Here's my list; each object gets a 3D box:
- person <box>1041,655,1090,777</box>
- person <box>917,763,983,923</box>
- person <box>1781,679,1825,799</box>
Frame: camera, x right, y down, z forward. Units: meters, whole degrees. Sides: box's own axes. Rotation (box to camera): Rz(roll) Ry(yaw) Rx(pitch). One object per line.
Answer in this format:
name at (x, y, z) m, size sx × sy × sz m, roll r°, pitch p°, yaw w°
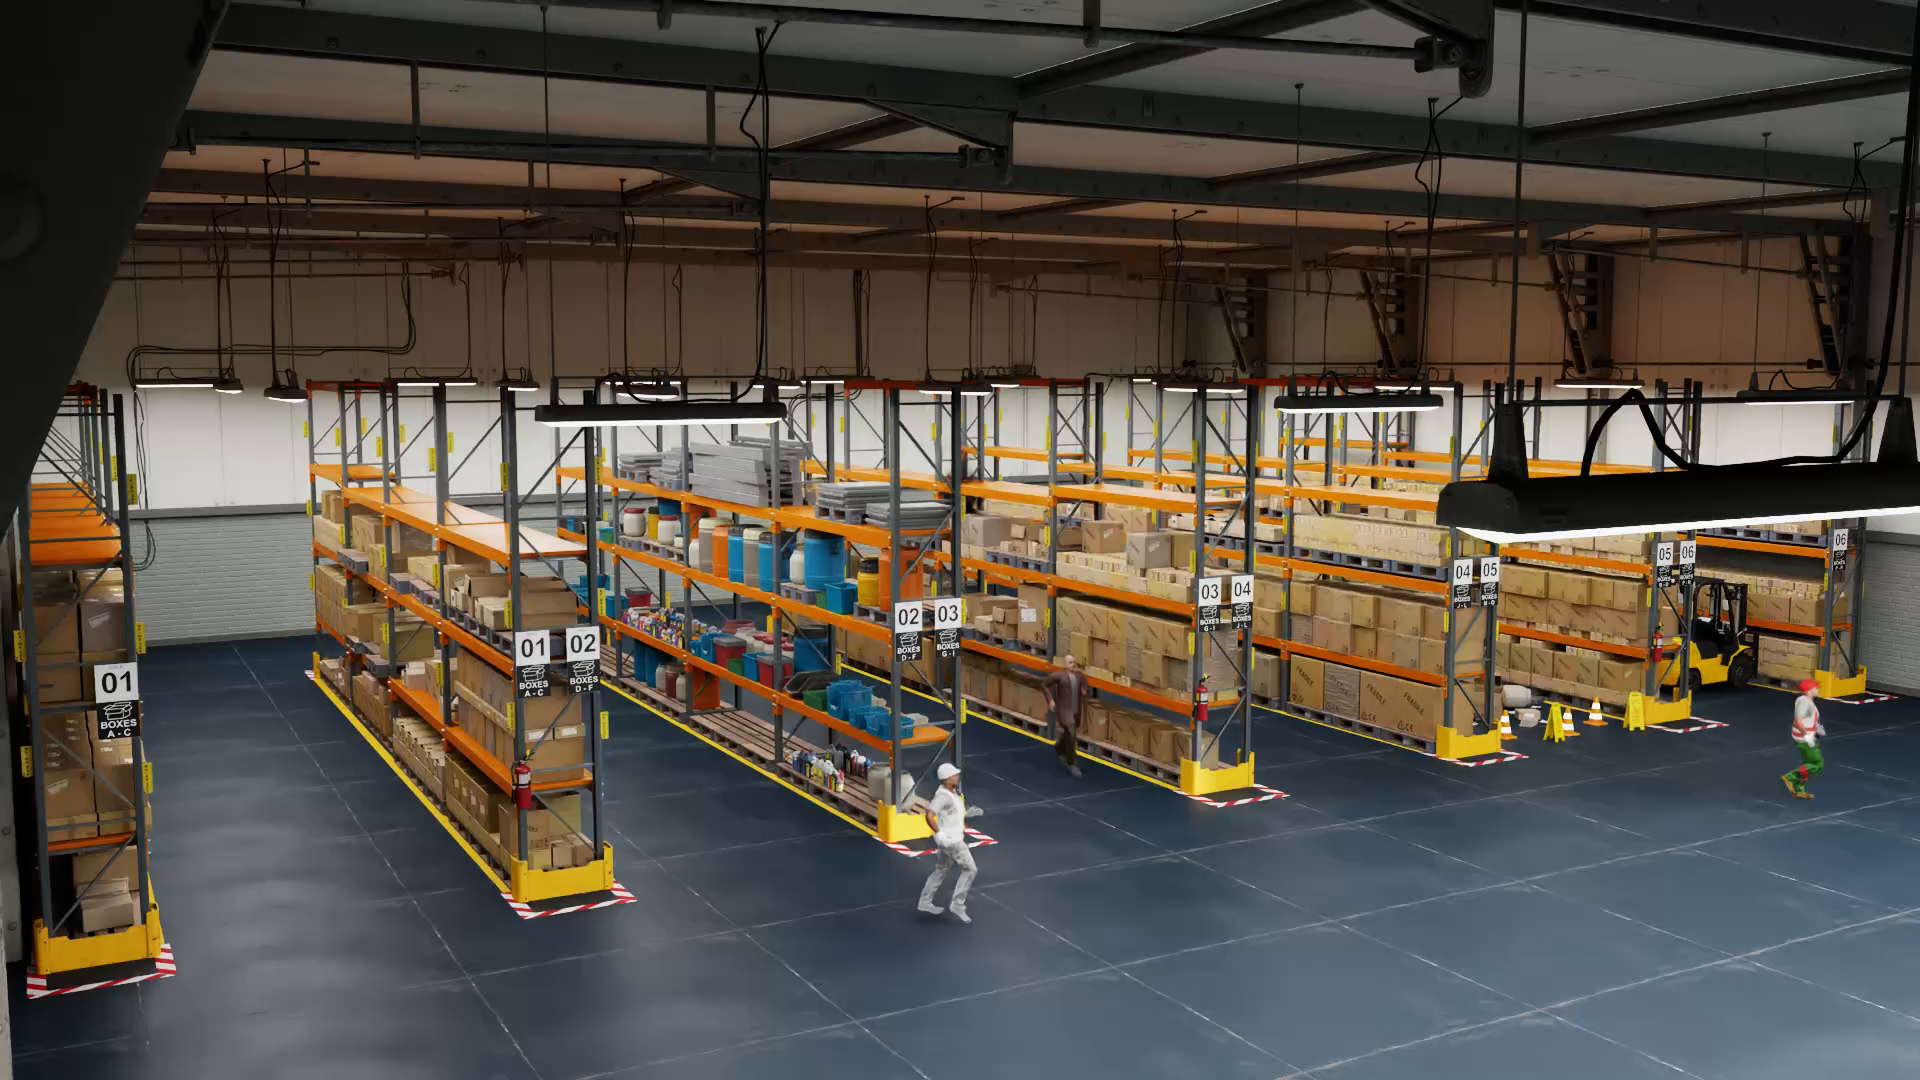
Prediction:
person at (1.682, 2.692, 25.831) m, size 0.677 × 1.835 × 0.909 m, roll -4°, pitch 7°, yaw -33°
person at (-0.106, 3.441, 18.898) m, size 0.758 × 1.832 × 0.659 m, roll -1°, pitch 6°, yaw -6°
person at (12.304, 2.890, 24.224) m, size 0.590 × 1.751 × 0.673 m, roll 2°, pitch 6°, yaw 18°
